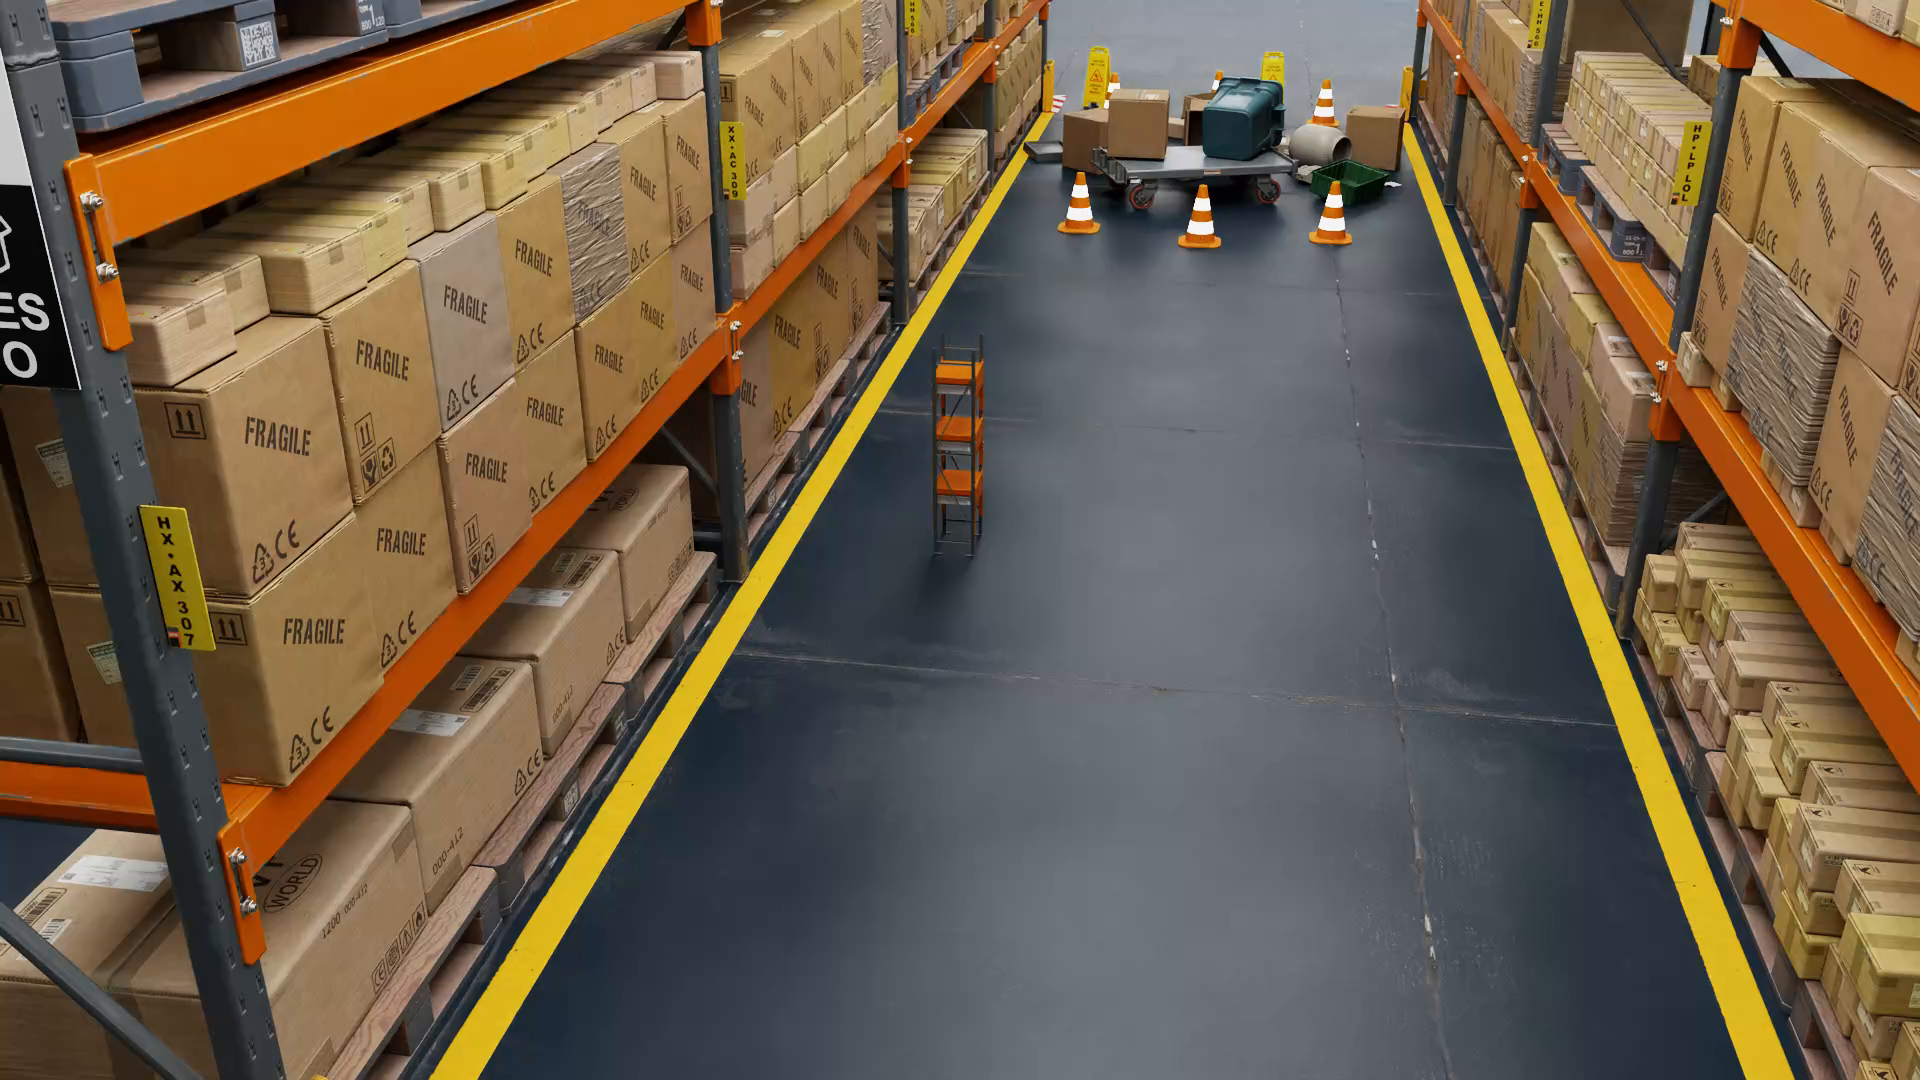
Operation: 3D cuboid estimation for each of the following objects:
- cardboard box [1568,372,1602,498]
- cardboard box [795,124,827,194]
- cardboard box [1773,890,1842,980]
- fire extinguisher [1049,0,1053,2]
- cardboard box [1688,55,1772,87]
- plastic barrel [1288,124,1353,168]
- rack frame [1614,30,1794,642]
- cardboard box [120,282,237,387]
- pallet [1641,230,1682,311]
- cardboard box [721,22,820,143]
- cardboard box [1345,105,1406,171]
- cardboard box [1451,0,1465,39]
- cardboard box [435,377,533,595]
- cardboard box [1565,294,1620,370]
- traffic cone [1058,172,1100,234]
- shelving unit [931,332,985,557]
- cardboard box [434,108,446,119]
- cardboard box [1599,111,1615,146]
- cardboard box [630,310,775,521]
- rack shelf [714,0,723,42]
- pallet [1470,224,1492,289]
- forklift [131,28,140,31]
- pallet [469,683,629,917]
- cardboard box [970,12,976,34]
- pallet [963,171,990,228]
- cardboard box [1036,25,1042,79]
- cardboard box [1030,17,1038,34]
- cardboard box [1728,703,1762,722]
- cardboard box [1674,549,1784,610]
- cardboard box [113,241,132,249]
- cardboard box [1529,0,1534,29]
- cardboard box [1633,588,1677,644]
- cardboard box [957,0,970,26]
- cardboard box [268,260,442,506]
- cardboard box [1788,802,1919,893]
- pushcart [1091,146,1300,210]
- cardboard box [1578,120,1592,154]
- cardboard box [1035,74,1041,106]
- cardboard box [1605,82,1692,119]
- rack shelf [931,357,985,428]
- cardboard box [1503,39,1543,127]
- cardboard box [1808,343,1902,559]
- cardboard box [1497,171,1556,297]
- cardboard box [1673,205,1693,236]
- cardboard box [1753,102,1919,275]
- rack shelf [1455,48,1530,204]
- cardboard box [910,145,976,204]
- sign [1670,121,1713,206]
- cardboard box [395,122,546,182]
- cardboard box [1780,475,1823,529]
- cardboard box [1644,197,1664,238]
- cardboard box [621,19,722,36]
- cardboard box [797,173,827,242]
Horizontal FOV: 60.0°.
[{"bbox_3d":[3.354,-0.504,8.241,0.500,0.500,0.500,3,25,7],"label":"cardboard box"},{"bbox_3d":[-0.986,-1.957,8.480,0.500,0.250,0.500,4,25,9],"label":"cardboard box"},{"bbox_3d":[2.701,1.201,5.014,0.380,0.149,0.250,3,25,6],"label":"cardboard box"},{"bbox_3d":[0.932,-6.205,18.058,0.296,0.674,0.183,4,25,9],"label":"fire extinguisher"},{"bbox_3d":[4.423,-2.686,9.550,0.380,0.149,0.250,3,25,6],"label":"cardboard box"},{"bbox_3d":[3.377,-3.664,15.578,0.421,0.421,0.512,-20,32,-36],"label":"plastic barrel"},{"bbox_3d":[3.397,-0.904,6.643,1.000,3.000,0.127,4,25,9],"label":"rack frame"},{"bbox_3d":[-1.825,-0.453,3.617,0.380,0.149,0.250,5,25,10],"label":"cardboard box"},{"bbox_3d":[3.666,-1.127,7.345,1.003,0.211,1.213,4,25,9],"label":"pallet"},{"bbox_3d":[-1.007,-2.291,8.310,0.500,0.500,0.500,3,25,7],"label":"cardboard box"},{"bbox_3d":[3.946,-3.839,15.860,0.500,0.500,0.500,8,26,18],"label":"cardboard box"},{"bbox_3d":[4.821,-4.705,14.586,0.875,0.550,0.550,4,25,9],"label":"cardboard box"},{"bbox_3d":[-1.639,-0.183,4.985,0.500,0.500,0.500,4,25,8],"label":"cardboard box"},{"bbox_3d":[3.439,-1.067,8.560,0.500,0.250,0.500,3,25,6],"label":"cardboard box"},{"bbox_3d":[0.983,-2.786,13.656,0.336,0.463,0.334,4,25,9],"label":"traffic cone"},{"bbox_3d":[-0.009,-0.453,7.980,0.215,1.050,0.252,4,25,9],"label":"shelving unit"},{"bbox_3d":[-2.010,-1.456,5.759,0.380,0.149,0.250,3,25,7],"label":"cardboard box"},{"bbox_3d":[3.609,-2.165,8.787,0.380,0.149,0.250,4,25,9],"label":"cardboard box"},{"bbox_3d":[-1.480,-0.698,8.213,0.875,0.875,0.875,5,26,10],"label":"cardboard box"},{"bbox_3d":[-1.176,-3.074,8.589,1.077,0.370,4.000,4,25,9],"label":"rack shelf"},{"bbox_3d":[4.456,-2.147,12.589,1.003,0.211,1.213,4,25,9],"label":"pallet"},{"bbox_3d":[-3.361,-1.374,7.727,1.130,2.935,3.031,3,25,6],"label":"forklift"},{"bbox_3d":[-1.901,0.882,6.116,1.003,0.211,1.213,4,25,9],"label":"pallet"},{"bbox_3d":[-0.074,-4.173,13.429,0.380,0.149,0.250,4,25,8],"label":"cardboard box"},{"bbox_3d":[-0.321,-2.962,14.329,1.003,0.211,1.213,4,25,9],"label":"pallet"},{"bbox_3d":[0.585,-5.155,17.588,0.500,0.500,0.500,4,25,9],"label":"cardboard box"},{"bbox_3d":[0.591,-5.291,17.113,0.380,0.149,0.250,5,26,10],"label":"cardboard box"},{"bbox_3d":[2.950,0.634,5.874,0.380,0.149,0.250,5,26,11],"label":"cardboard box"},{"bbox_3d":[3.033,0.168,6.518,0.380,0.149,0.250,5,26,11],"label":"cardboard box"},{"bbox_3d":[-2.318,-0.709,4.165,0.380,0.149,0.250,4,25,8],"label":"cardboard box"},{"bbox_3d":[4.297,-3.689,11.295,0.700,0.500,0.500,4,25,8],"label":"cardboard box"},{"bbox_3d":[3.021,0.327,6.881,0.380,0.149,0.250,3,25,6],"label":"cardboard box"},{"bbox_3d":[-0.214,-4.289,12.910,0.500,0.500,0.500,5,26,10],"label":"cardboard box"},{"bbox_3d":[-1.719,-0.428,4.328,0.500,0.500,0.500,3,25,7],"label":"cardboard box"},{"bbox_3d":[2.689,0.923,4.905,0.380,0.149,0.250,5,26,10],"label":"cardboard box"},{"bbox_3d":[2.062,-3.226,14.697,1.648,0.377,0.936,-5,25,-10],"label":"pushcart"},{"bbox_3d":[3.691,-2.255,9.331,0.380,0.149,0.250,5,26,11],"label":"cardboard box"},{"bbox_3d":[0.588,-4.802,17.718,0.500,0.250,0.500,4,25,8],"label":"cardboard box"},{"bbox_3d":[3.612,-2.304,8.734,0.380,0.149,0.250,5,26,11],"label":"cardboard box"},{"bbox_3d":[-0.009,-0.701,7.864,0.215,0.259,0.240,4,25,9],"label":"rack shelf"},{"bbox_3d":[3.943,-3.038,11.084,0.500,0.500,0.500,4,25,9],"label":"cardboard box"},{"bbox_3d":[2.817,-0.253,4.782,0.500,0.500,0.500,5,26,11],"label":"cardboard box"},{"bbox_3d":[4.239,-1.997,11.136,1.050,0.750,0.750,4,25,8],"label":"cardboard box"},{"bbox_3d":[3.309,-1.406,7.165,0.380,0.149,0.250,4,25,9],"label":"cardboard box"},{"bbox_3d":[3.014,-1.147,5.515,0.500,0.500,0.500,3,25,7],"label":"cardboard box"},{"bbox_3d":[4.378,-3.088,12.157,1.077,0.370,4.000,4,25,9],"label":"rack shelf"},{"bbox_3d":[-0.393,-3.030,13.790,0.950,0.372,0.625,6,26,12],"label":"cardboard box"},{"bbox_3d":[2.849,-1.465,6.477,0.100,0.325,0.005,4,25,9],"label":"sign"},{"bbox_3d":[-1.536,-1.212,5.238,0.380,0.149,0.250,4,25,9],"label":"cardboard box"},{"bbox_3d":[2.861,-0.140,5.308,0.380,0.149,0.250,5,26,11],"label":"cardboard box"},{"bbox_3d":[3.393,-1.478,7.670,0.380,0.149,0.250,3,25,6],"label":"cardboard box"},{"bbox_3d":[-1.498,-2.335,8.402,0.500,0.500,0.500,5,26,10],"label":"cardboard box"},{"bbox_3d":[-0.988,-1.732,8.590,0.500,0.250,0.500,4,25,8],"label":"cardboard box"}]
